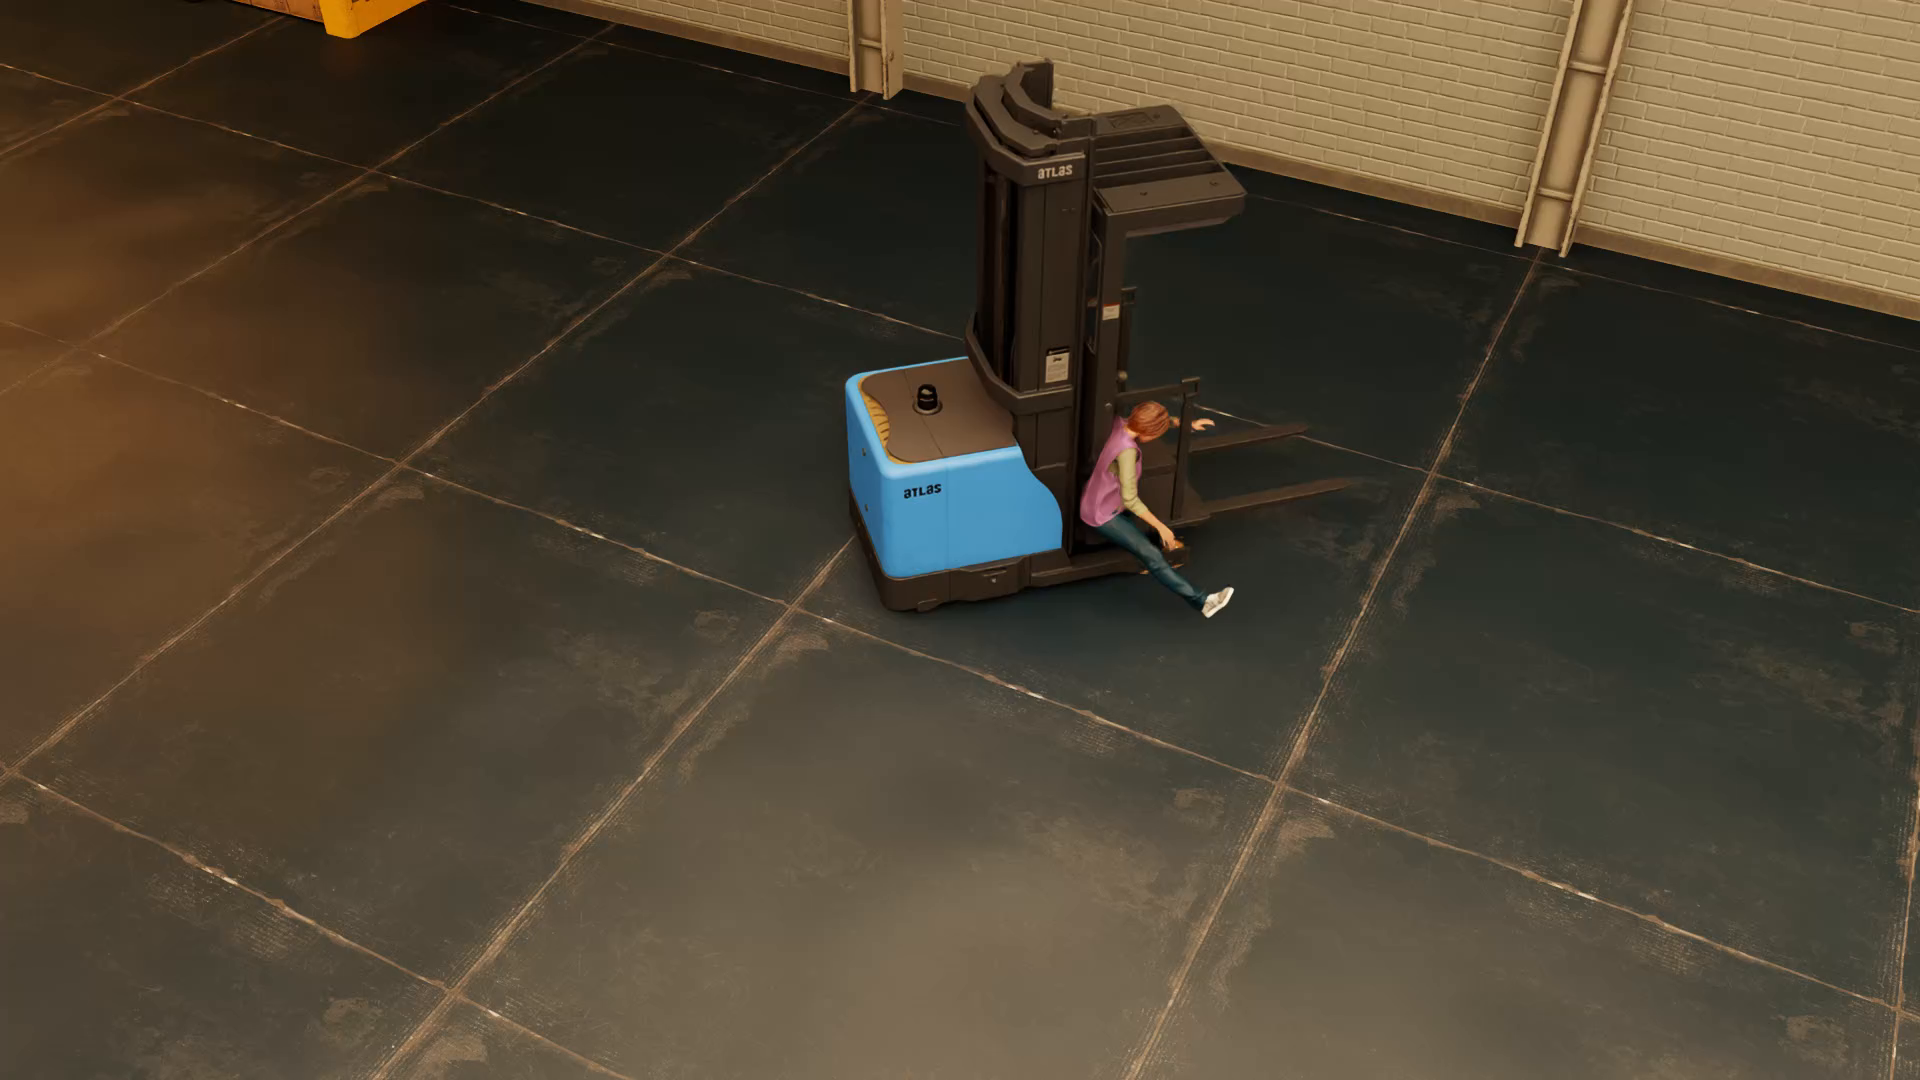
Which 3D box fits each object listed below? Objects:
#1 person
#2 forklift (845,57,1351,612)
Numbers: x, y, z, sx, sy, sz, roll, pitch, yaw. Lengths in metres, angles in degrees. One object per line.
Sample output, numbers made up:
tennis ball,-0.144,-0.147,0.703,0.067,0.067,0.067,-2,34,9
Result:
person,1.102,-0.240,9.573,1.051,1.235,0.911,7,41,8
forklift,0.887,-1.234,9.451,3.031,2.935,1.130,-11,41,-12
